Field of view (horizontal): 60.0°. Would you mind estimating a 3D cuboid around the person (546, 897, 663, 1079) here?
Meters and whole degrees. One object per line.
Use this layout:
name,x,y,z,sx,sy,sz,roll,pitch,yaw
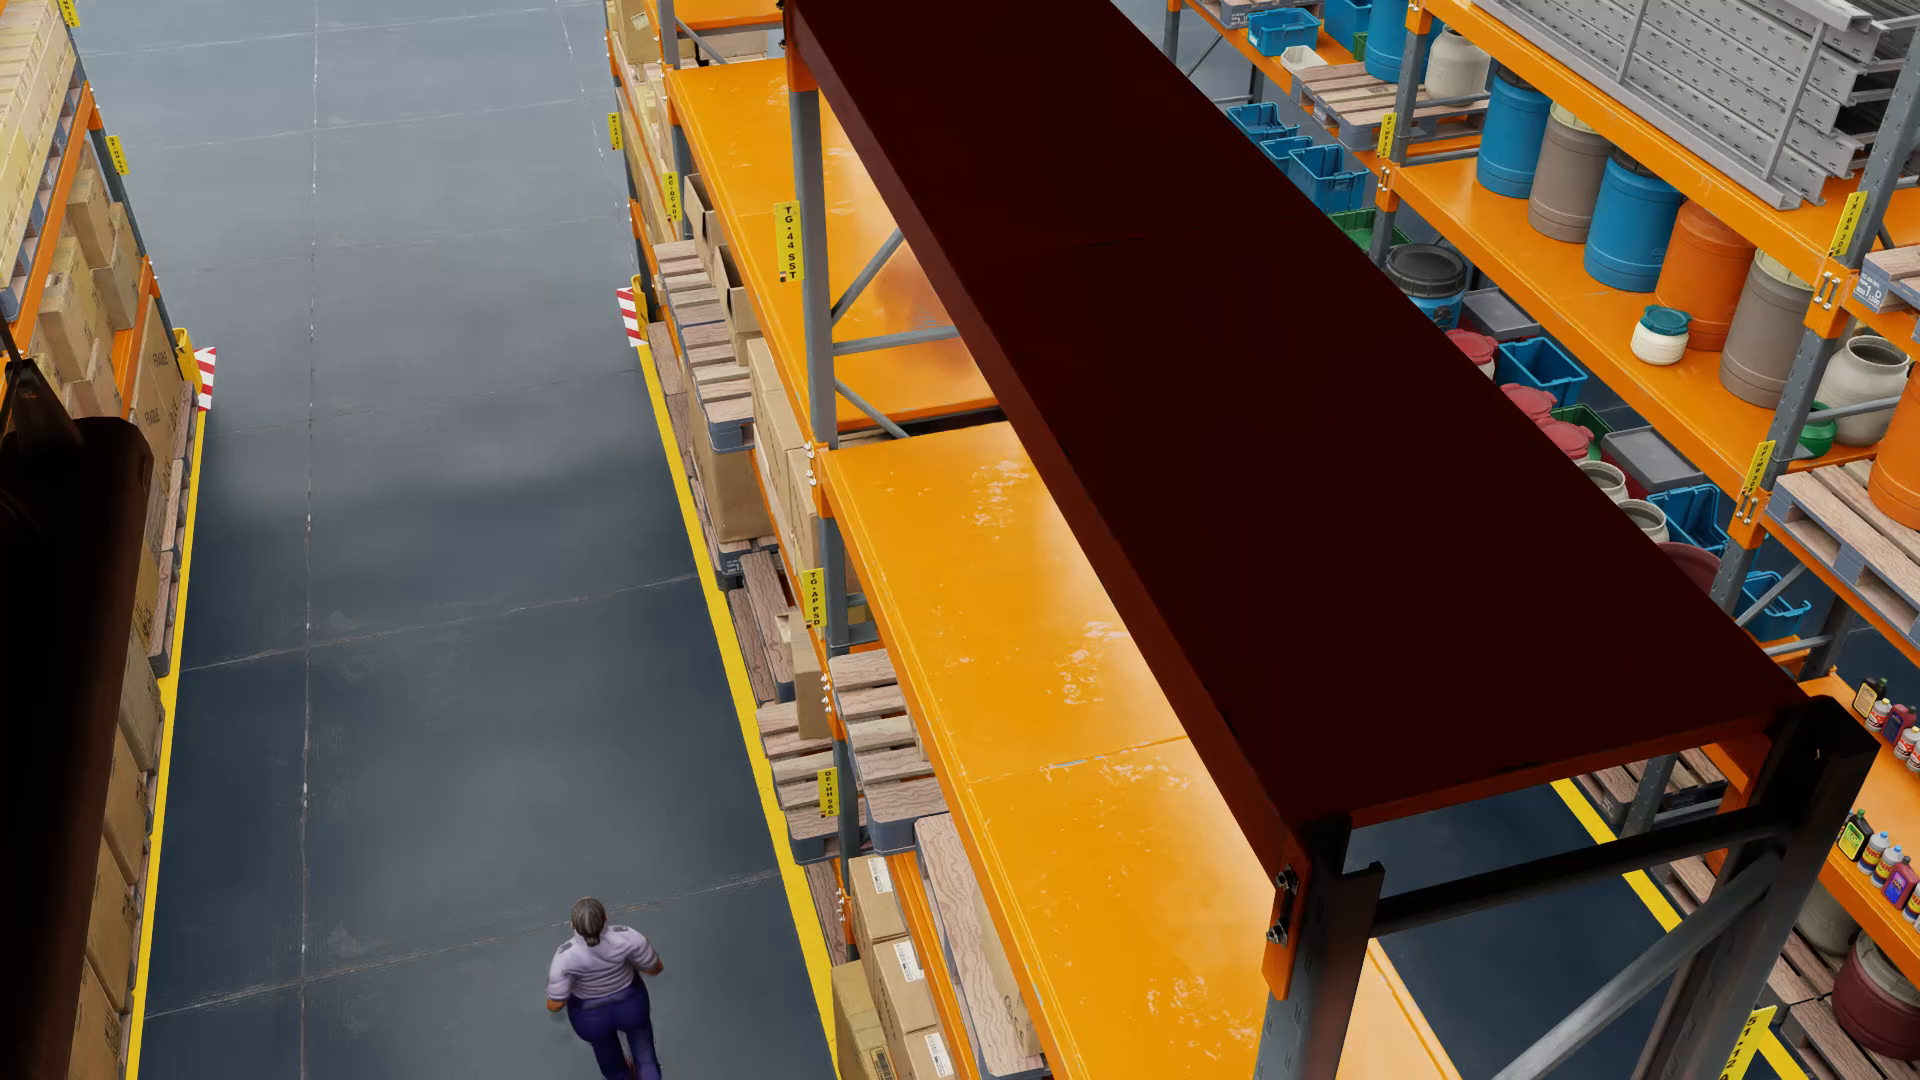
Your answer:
person,-1.791,2.412,8.513,0.595,1.579,0.561,-15,41,-18
